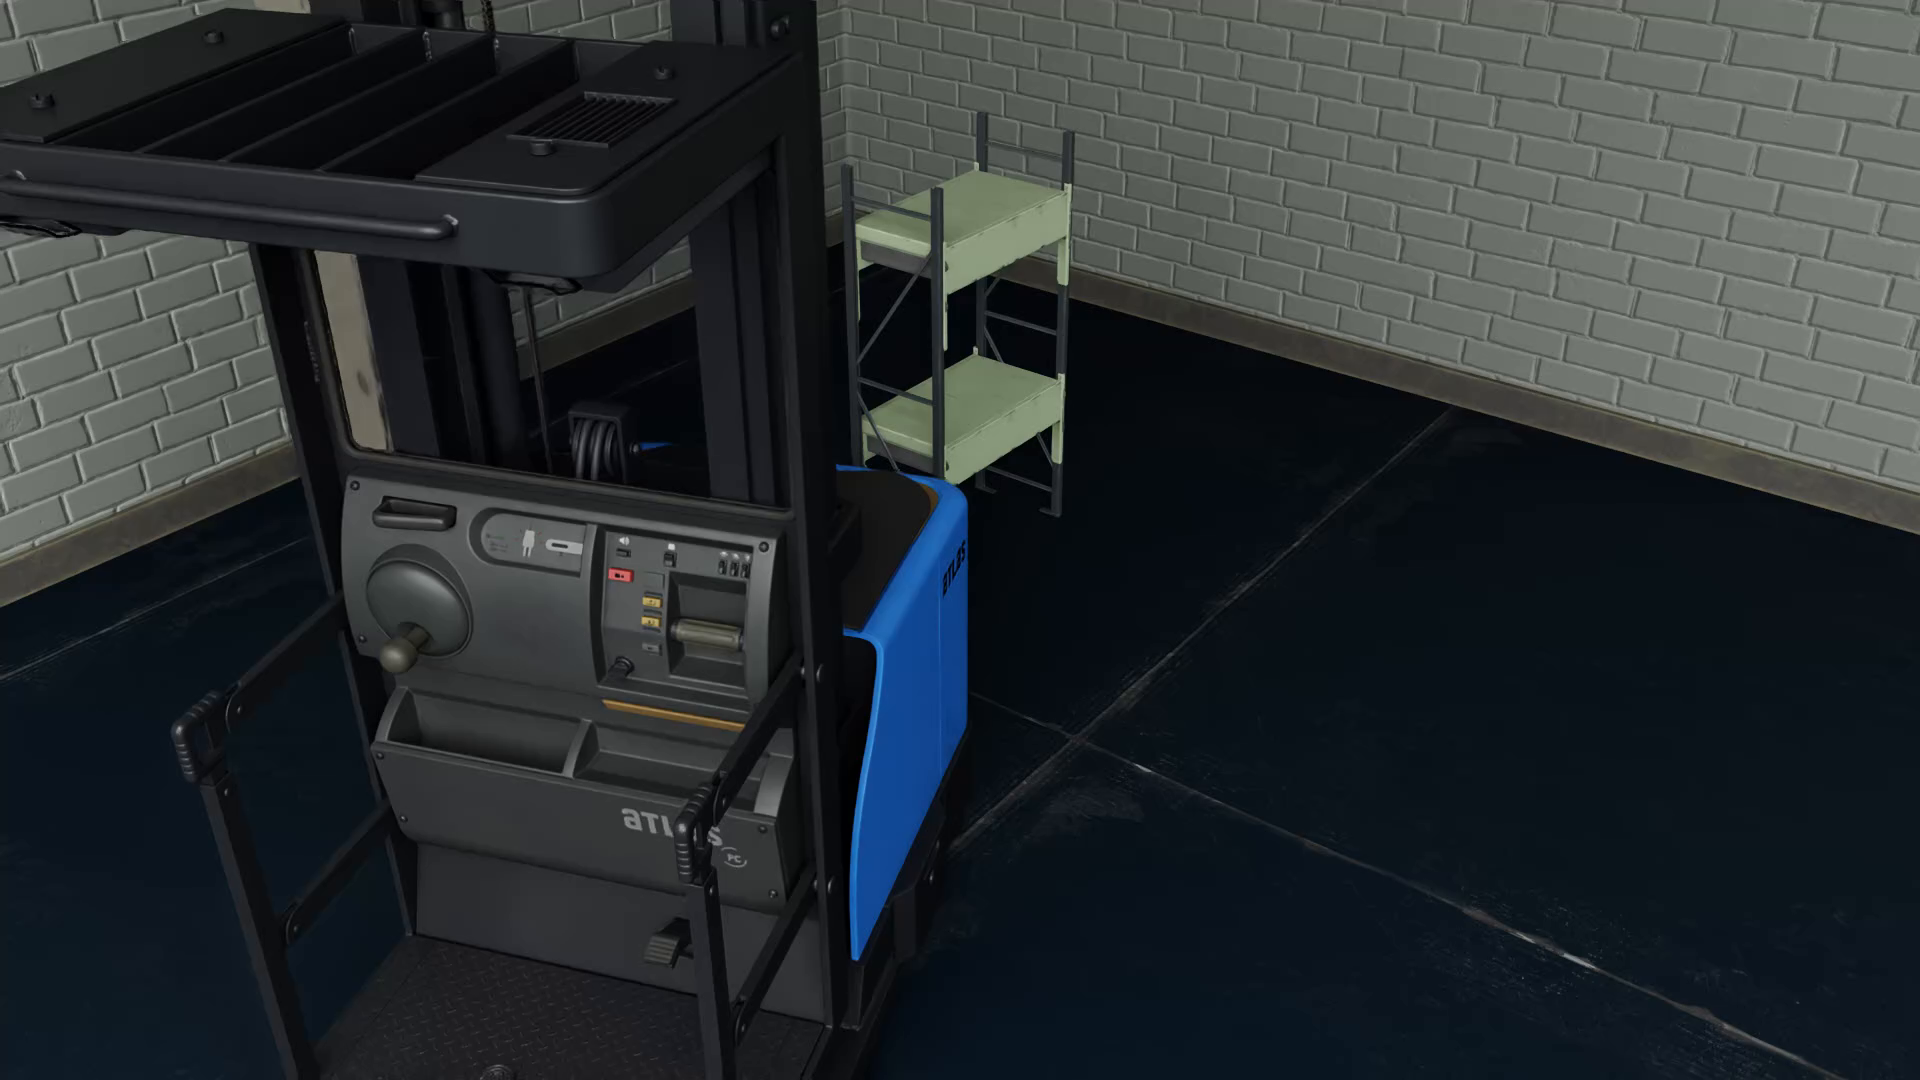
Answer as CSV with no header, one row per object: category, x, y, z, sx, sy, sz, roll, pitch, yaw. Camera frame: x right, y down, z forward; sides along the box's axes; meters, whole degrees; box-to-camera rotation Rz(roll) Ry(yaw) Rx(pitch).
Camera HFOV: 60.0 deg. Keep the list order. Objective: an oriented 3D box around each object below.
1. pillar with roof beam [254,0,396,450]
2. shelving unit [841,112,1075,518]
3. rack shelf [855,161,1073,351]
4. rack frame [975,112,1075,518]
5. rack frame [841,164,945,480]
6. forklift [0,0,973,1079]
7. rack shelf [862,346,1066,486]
pillar with roof beam,1.149,-2.946,2.394,9.100,9.000,0.400,21,37,31
shelving unit,0.004,-0.648,5.872,0.431,1.500,0.755,21,37,31
rack shelf,0.004,-0.984,5.673,0.431,0.370,0.720,21,37,31
rack frame,0.225,-0.797,6.123,0.400,1.500,0.023,21,37,31
rack frame,-0.217,-0.499,5.621,0.400,1.500,0.023,21,37,31
forklift,-0.858,0.159,3.107,1.130,2.935,3.031,8,32,14
rack shelf,0.004,-0.367,6.038,0.431,0.370,0.720,21,37,31
